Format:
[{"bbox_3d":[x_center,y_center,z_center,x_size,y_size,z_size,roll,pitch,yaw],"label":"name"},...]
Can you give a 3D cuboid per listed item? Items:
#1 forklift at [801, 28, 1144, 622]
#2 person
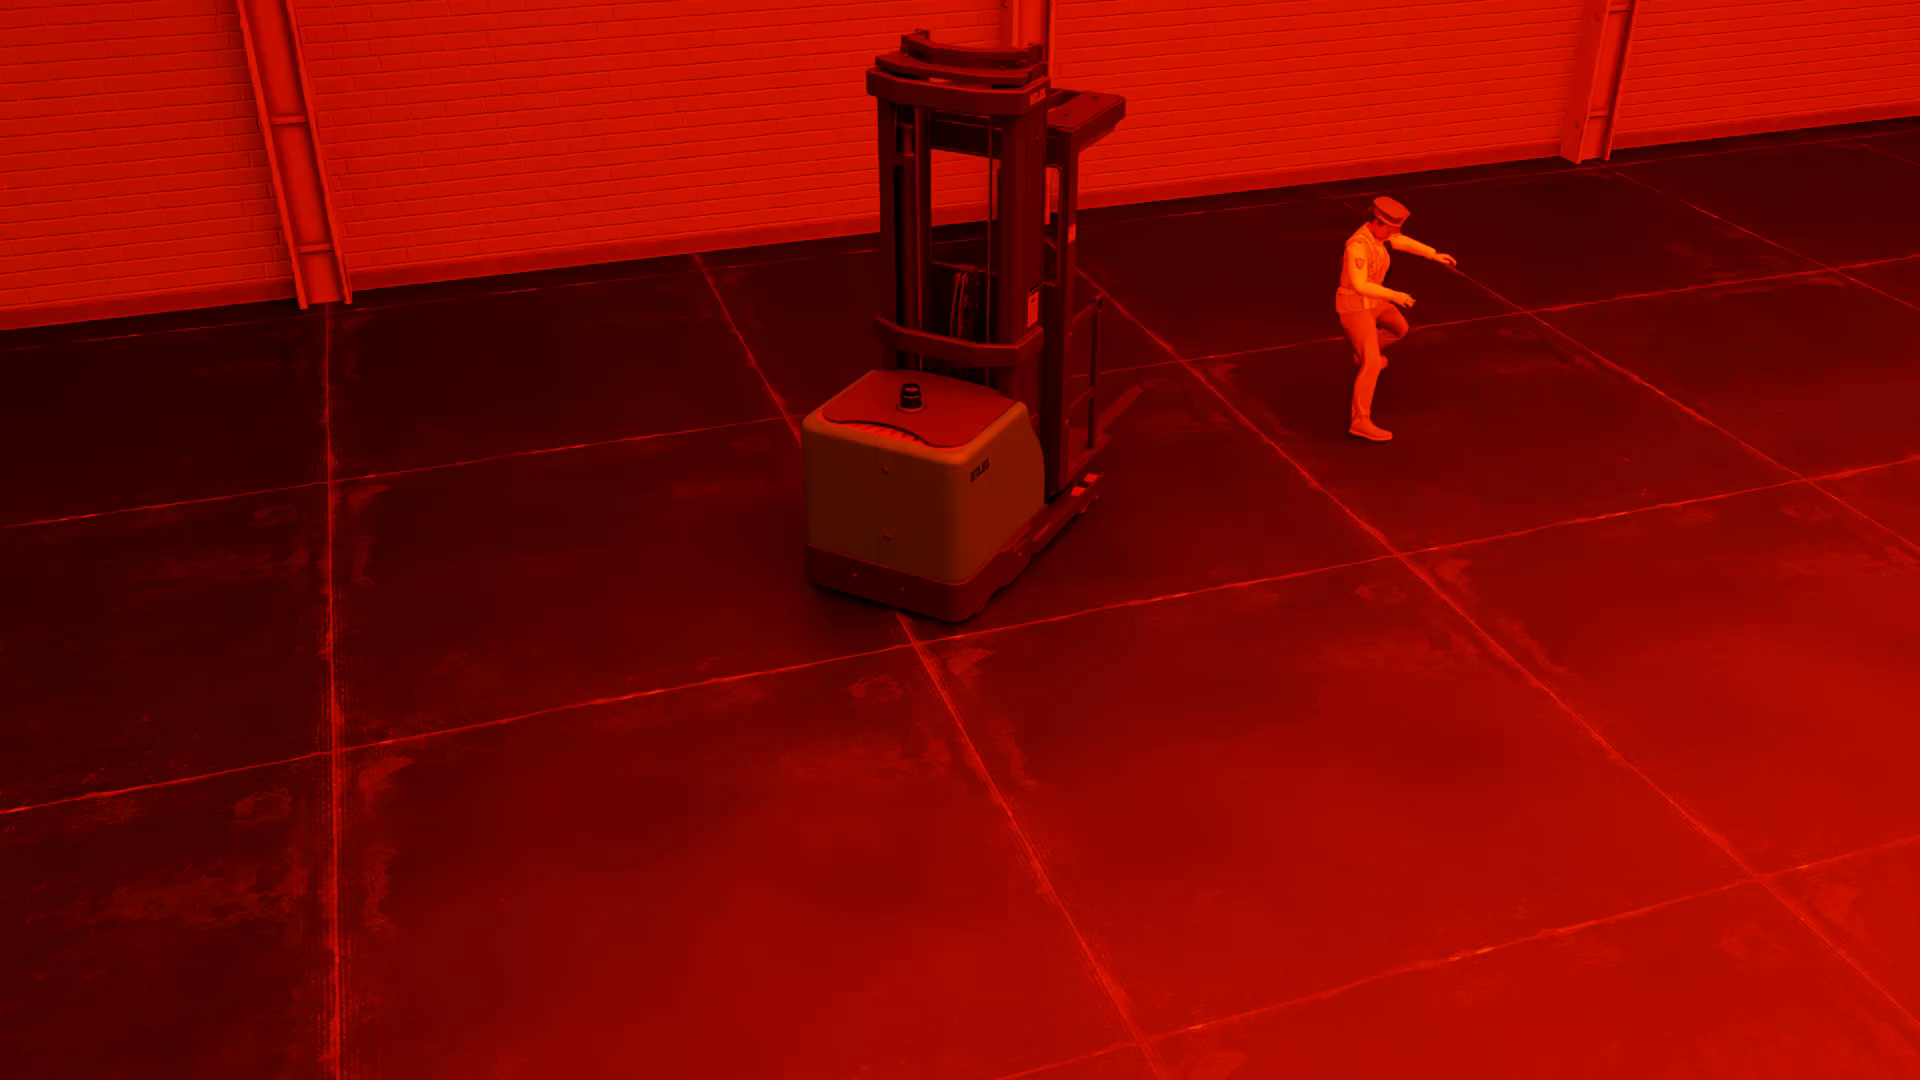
[{"bbox_3d":[0.255,-1.531,9.748,1.130,2.935,3.031,15,33,24],"label":"forklift"},{"bbox_3d":[2.914,-1.612,11.353,0.704,1.463,1.219,20,35,30],"label":"person"}]
